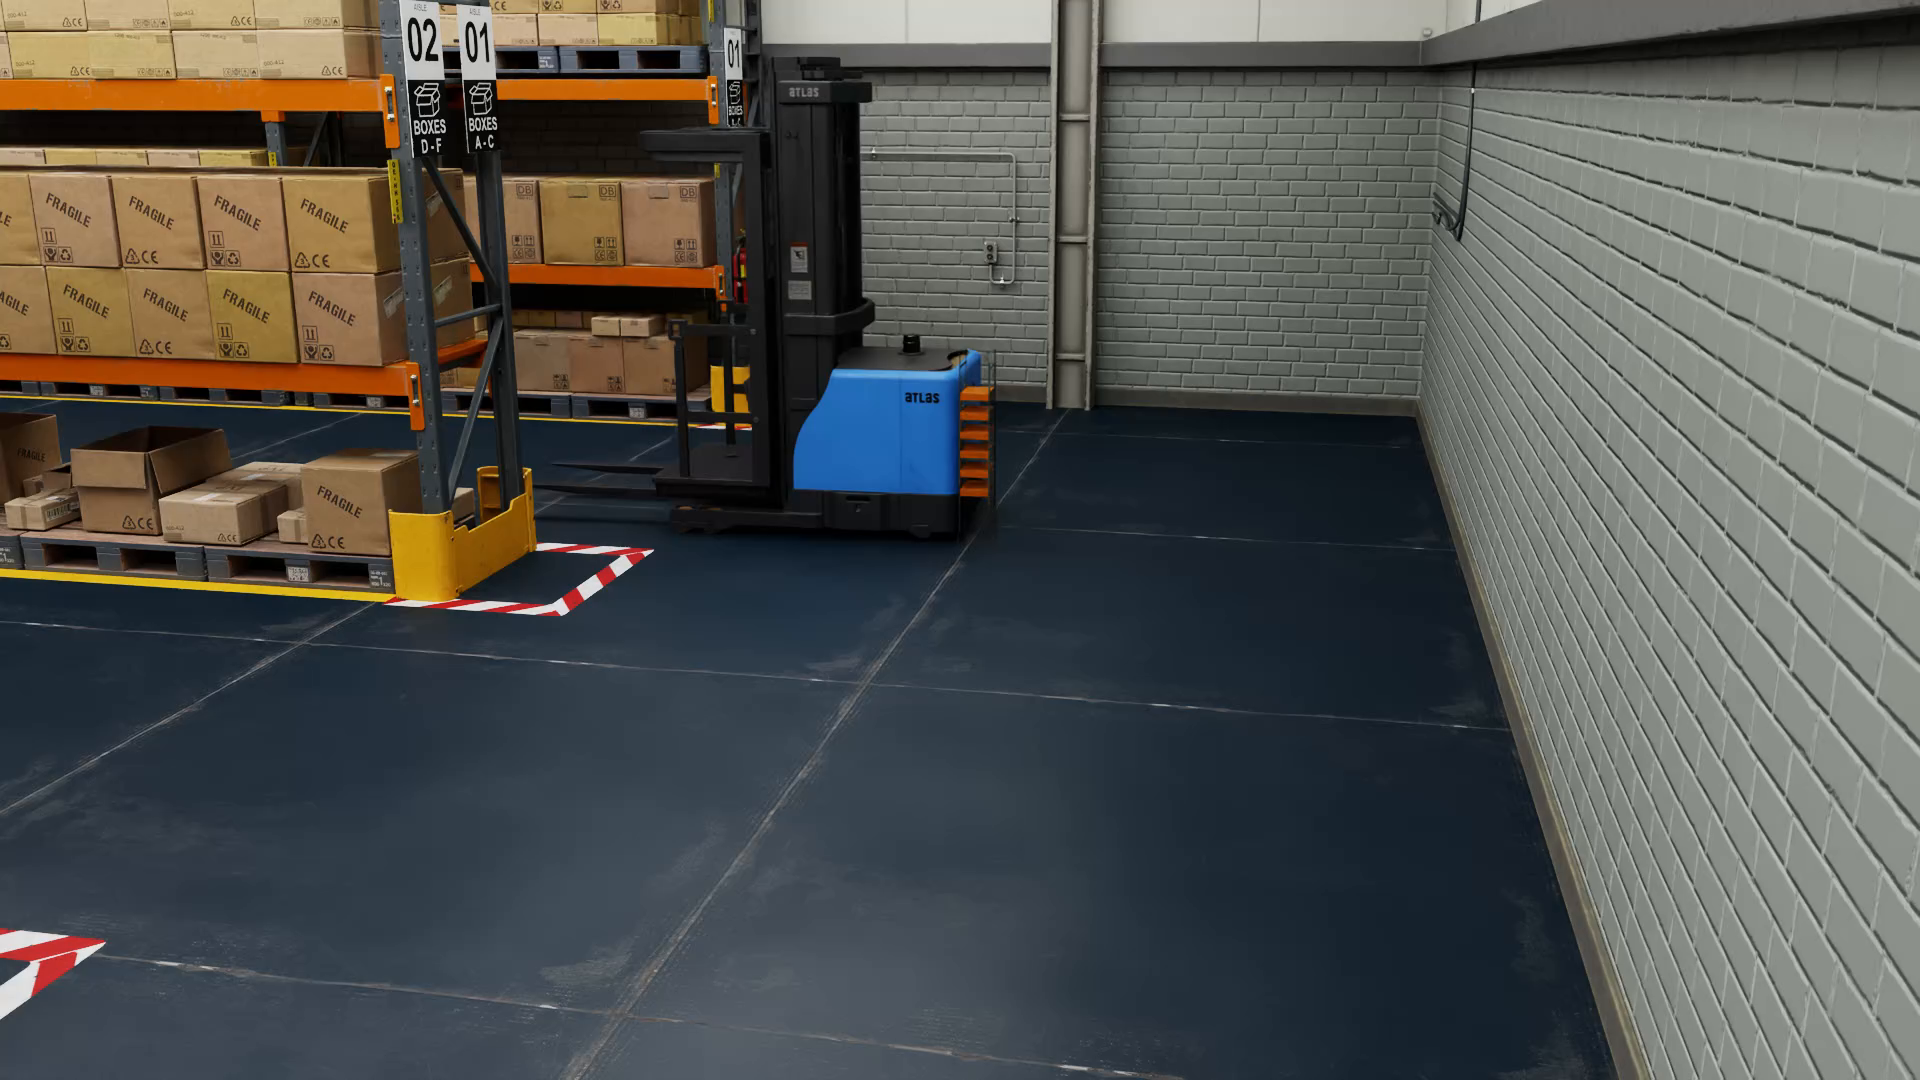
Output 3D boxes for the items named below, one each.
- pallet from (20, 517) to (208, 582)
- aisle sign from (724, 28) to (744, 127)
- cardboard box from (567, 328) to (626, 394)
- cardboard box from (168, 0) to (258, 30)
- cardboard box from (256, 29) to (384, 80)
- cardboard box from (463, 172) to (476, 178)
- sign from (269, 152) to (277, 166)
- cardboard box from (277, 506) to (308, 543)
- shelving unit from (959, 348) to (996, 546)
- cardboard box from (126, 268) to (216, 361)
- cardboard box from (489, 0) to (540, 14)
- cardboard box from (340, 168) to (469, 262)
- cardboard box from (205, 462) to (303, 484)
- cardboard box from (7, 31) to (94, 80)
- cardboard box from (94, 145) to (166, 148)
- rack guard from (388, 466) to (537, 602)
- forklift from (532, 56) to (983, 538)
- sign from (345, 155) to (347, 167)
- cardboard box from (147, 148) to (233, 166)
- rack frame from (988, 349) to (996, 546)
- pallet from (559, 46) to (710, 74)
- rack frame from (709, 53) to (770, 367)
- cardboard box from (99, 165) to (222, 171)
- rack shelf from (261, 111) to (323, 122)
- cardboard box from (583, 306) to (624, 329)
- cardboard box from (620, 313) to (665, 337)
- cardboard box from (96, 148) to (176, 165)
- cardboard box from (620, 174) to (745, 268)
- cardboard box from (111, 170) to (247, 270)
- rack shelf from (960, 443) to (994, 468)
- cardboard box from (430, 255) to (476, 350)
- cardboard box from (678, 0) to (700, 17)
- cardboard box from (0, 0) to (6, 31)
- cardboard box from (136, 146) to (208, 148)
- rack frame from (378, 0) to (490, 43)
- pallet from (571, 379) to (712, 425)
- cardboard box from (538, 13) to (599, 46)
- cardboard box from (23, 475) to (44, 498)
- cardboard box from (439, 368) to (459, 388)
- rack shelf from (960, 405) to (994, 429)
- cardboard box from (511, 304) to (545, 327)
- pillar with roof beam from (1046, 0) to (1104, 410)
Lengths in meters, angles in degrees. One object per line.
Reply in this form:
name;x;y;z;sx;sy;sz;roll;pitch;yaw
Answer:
pallet;-4.866;-0.023;10.180;1.213;0.211;1.003;3;16;11
aisle sign;-1.824;-3.722;13.439;0.004;0.787;0.394;3;16;11
cardboard box;-3.031;-1.587;14.497;0.500;0.500;0.700;3;16;11
cardboard box;-3.863;-2.856;8.911;0.500;0.250;0.500;3;16;11
cardboard box;-3.374;-2.587;8.873;0.500;0.250;0.500;3;16;11
cardboard box;-4.512;-2.835;14.546;0.700;0.700;0.980;3;16;10
sign;-5.853;-3.141;14.193;0.005;0.325;0.100;3;16;11
cardboard box;-3.779;-0.111;9.758;0.250;0.166;0.380;3;16;11
shelving unit;0.109;-0.574;10.317;0.189;1.200;0.258;3;16;10
cardboard box;-4.308;-1.311;9.417;0.500;0.500;0.500;3;16;12
cardboard box;-3.608;-4.559;13.615;0.500;0.500;0.500;2;16;9
cardboard box;-3.201;-1.878;9.592;0.500;0.500;0.500;4;16;13
cardboard box;-4.275;-0.298;10.277;0.500;0.250;0.500;3;16;11
cardboard box;-4.841;-2.670;9.175;0.500;0.250;0.500;3;16;11
cardboard box;-7.670;-3.499;15.320;0.500;0.250;0.500;3;16;10
rack guard;-2.893;-0.055;9.752;0.348;0.500;1.175;3;16;11
forklift;-1.411;-1.589;10.740;3.031;2.935;1.130;3;16;9
sign;-5.646;-3.365;15.249;0.005;0.325;0.100;3;16;11
cardboard box;-6.762;-3.314;14.651;0.500;0.250;0.500;3;16;12
rack frame;0.199;-0.570;10.301;0.006;1.200;0.240;3;16;10
pallet;-2.564;-3.991;13.827;1.213;0.211;1.003;3;16;11
rack frame;-1.835;-2.551;14.083;0.127;3.000;1.000;3;16;11
cardboard box;-4.702;-1.958;9.882;0.500;0.500;0.500;3;16;11
rack shelf;-7.715;-3.969;14.931;4.000;0.370;1.077;3;16;11
cardboard box;-3.120;-1.958;14.624;0.250;0.149;0.380;3;16;12
cardboard box;-2.703;-1.832;14.167;0.250;0.149;0.380;3;16;10
cardboard box;-7.262;-3.341;14.749;0.500;0.250;0.500;3;16;12
cardboard box;-2.337;-2.720;14.131;0.700;0.700;0.980;4;16;14
cardboard box;-4.314;-1.790;9.274;0.500;0.500;0.500;4;16;13
rack shelf;0.109;-0.531;10.328;0.180;0.103;0.258;3;16;10
cardboard box;-3.201;-1.396;9.725;0.500;0.500;0.500;3;16;12
cardboard box;-2.502;-4.638;13.901;0.500;0.500;0.500;2;16;9
cardboard box;-5.333;-2.936;9.196;0.500;0.250;0.500;3;16;11
cardboard box;-7.160;-3.471;15.215;0.500;0.250;0.500;3;16;9
rack frame;-2.818;-4.146;8.603;0.127;3.000;1.000;3;16;11
pallet;-2.634;-1.229;14.535;1.213;0.211;1.003;3;16;11
cardboard box;-3.116;-4.172;13.622;0.500;0.250;0.500;3;16;9
cardboard box;-5.744;-0.346;10.637;0.250;0.149;0.380;3;16;11
cardboard box;-4.551;-1.668;14.789;0.500;0.500;0.700;3;16;11
rack shelf;0.109;-0.762;10.264;0.180;0.103;0.258;3;16;10
cardboard box;-3.869;-1.999;14.770;0.250;0.149;0.380;3;16;10
pillar with roof beam;0.125;-4.399;9.515;0.400;9.000;9.100;3;16;11
